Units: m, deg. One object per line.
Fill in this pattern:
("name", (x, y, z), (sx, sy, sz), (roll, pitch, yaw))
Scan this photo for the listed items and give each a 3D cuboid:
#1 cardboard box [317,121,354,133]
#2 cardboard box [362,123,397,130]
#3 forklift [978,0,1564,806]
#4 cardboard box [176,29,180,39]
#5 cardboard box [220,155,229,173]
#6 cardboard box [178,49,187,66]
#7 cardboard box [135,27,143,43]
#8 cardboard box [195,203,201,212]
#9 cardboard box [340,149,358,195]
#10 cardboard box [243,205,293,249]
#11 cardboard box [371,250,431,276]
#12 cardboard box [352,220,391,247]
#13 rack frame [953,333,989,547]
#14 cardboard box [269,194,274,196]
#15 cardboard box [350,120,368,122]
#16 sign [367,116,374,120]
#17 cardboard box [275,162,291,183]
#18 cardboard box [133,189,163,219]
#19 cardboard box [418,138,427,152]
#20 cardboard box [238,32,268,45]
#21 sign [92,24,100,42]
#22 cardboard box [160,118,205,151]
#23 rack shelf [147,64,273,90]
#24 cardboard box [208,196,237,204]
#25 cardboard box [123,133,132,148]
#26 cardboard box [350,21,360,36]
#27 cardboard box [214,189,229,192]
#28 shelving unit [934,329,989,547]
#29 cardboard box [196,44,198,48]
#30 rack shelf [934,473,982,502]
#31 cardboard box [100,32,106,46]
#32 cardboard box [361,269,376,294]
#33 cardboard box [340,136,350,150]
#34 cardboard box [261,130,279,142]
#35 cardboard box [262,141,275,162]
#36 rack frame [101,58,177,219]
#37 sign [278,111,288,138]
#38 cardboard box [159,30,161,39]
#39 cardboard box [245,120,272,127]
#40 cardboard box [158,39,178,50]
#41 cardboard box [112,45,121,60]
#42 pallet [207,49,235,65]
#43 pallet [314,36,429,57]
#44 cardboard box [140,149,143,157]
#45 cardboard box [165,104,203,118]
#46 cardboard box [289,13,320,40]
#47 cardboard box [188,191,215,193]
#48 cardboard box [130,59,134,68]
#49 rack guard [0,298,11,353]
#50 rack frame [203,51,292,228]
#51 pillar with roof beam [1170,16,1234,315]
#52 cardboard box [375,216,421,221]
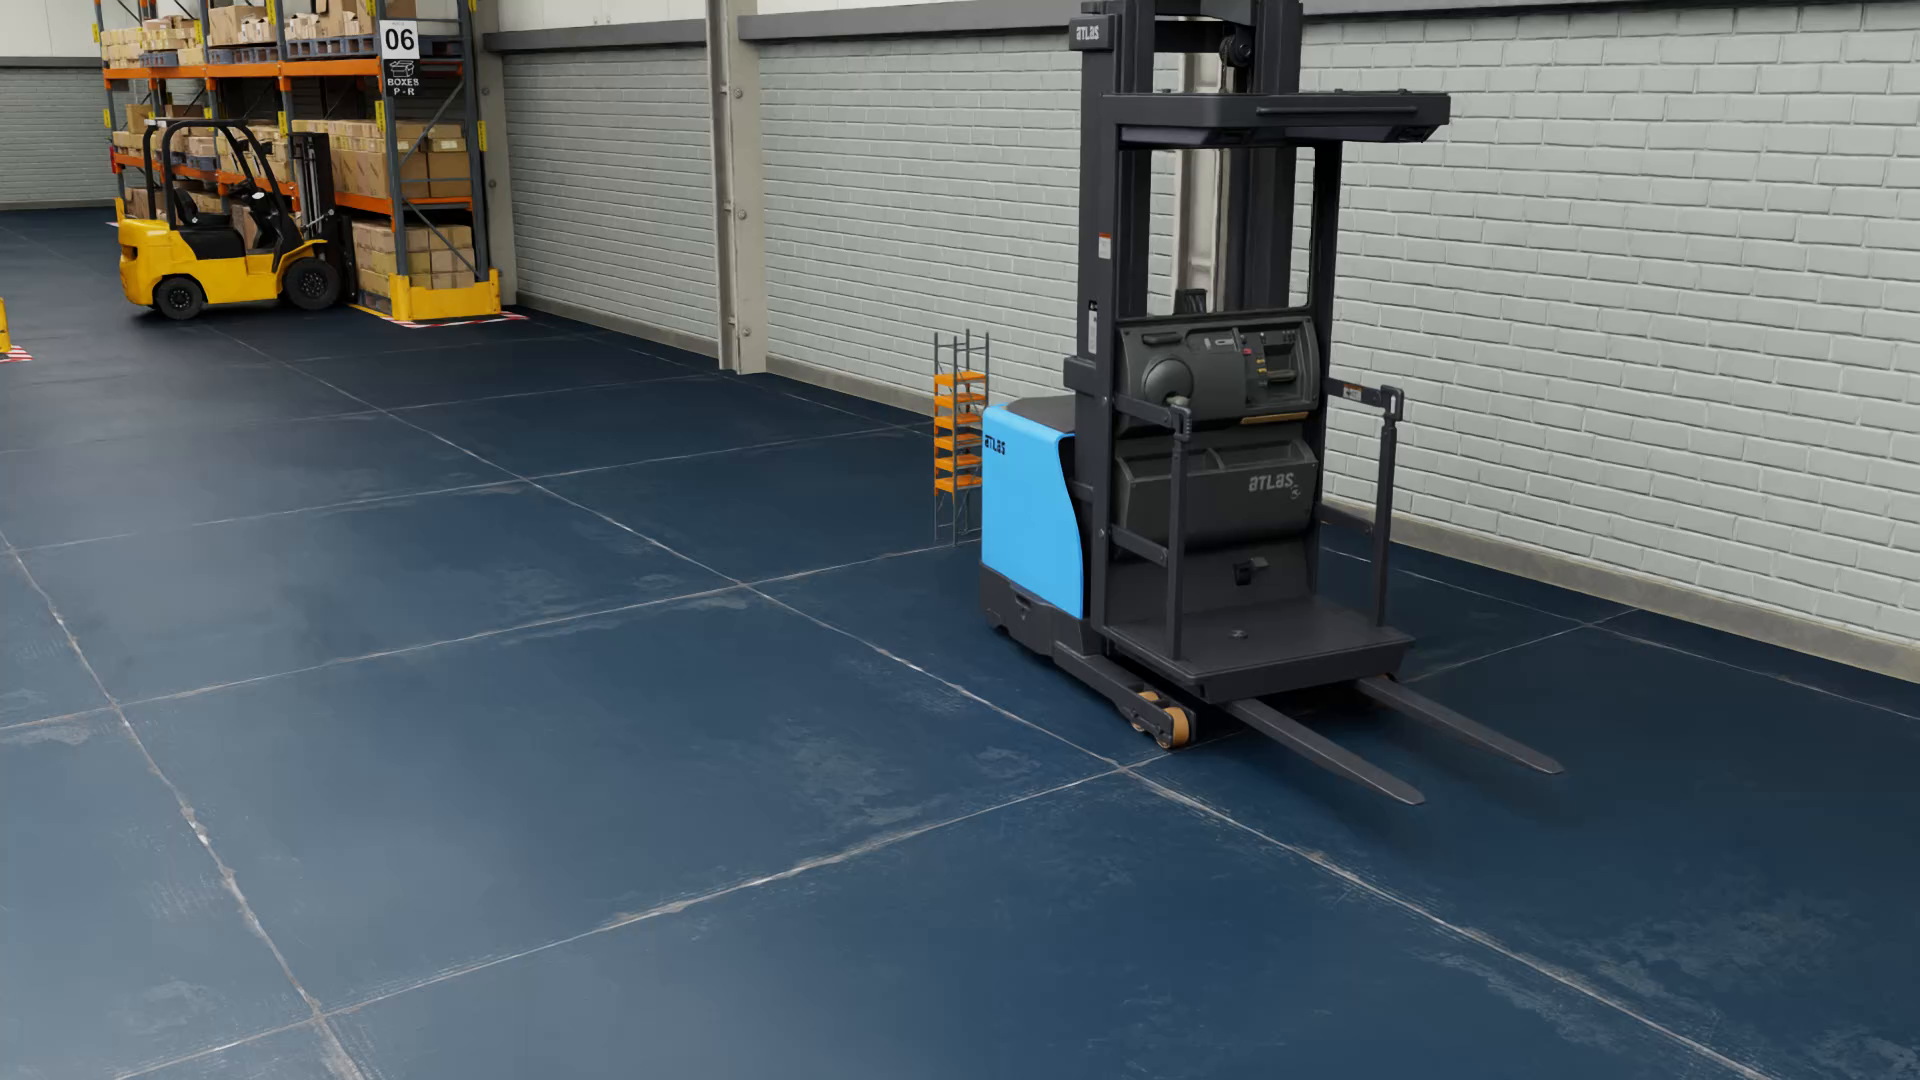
("cardboard box", (-7.610, -5.027, 20.281), (0.380, 0.149, 0.250), (-11, 19, -35))
("cardboard box", (-6.645, -4.712, 19.130), (0.380, 0.149, 0.250), (-11, 19, -34))
("forklift", (1.168, -0.720, 6.653), (1.130, 2.935, 3.031), (-7, 17, -24))
("cardboard box", (-11.740, -7.723, 25.395), (0.380, 0.149, 0.250), (-11, 19, -34))
("cardboard box", (-10.472, -5.503, 24.285), (0.500, 0.250, 0.500), (-11, 19, -34))
("cardboard box", (-11.624, -7.369, 25.419), (0.500, 0.250, 0.500), (-11, 19, -35))
("cardboard box", (-13.379, -8.392, 27.646), (0.500, 0.250, 0.500), (-11, 19, -34))
("cardboard box", (-11.874, -5.090, 26.430), (0.500, 0.500, 0.500), (-12, 19, -37))
("cardboard box", (-6.933, -4.334, 19.540), (0.500, 0.500, 0.500), (-11, 19, -36))
("cardboard box", (-9.789, -4.492, 24.008), (0.875, 0.625, 0.625), (-10, 18, -33))
("cardboard box", (-6.371, -3.173, 18.952), (0.500, 0.250, 0.500), (-11, 19, -35))
("cardboard box", (-6.965, -3.623, 19.649), (0.500, 0.250, 0.500), (-11, 19, -34))
("rack frame", (0.062, -0.556, 9.335), (0.240, 1.200, 0.006), (-11, 19, -35))
("cardboard box", (-11.021, -5.352, 26.158), (0.380, 0.149, 0.250), (-12, 19, -37))
("cardboard box", (-7.471, -5.223, 20.995), (0.380, 0.149, 0.250), (-11, 19, -35))
("sign", (-7.736, -5.396, 21.820), (0.100, 0.325, 0.005), (-11, 19, -35))
("cardboard box", (-8.692, -4.849, 21.894), (0.500, 0.250, 0.500), (-10, 18, -33))
("cardboard box", (-14.485, -6.080, 30.046), (0.700, 0.500, 0.500), (-10, 18, -32))
("cardboard box", (-6.018, -4.517, 18.978), (0.380, 0.149, 0.250), (-11, 19, -35))
("cardboard box", (-9.529, -6.783, 22.485), (0.380, 0.149, 0.250), (-11, 19, -35))
("sign", (-15.678, -9.201, 30.172), (0.100, 0.325, 0.005), (-11, 19, -35))
("cardboard box", (-12.480, -6.565, 26.894), (0.700, 0.500, 0.500), (-11, 19, -34))
("rack shelf", (-11.712, -7.235, 26.009), (1.077, 0.370, 4.000), (-11, 19, -35))
("cardboard box", (-11.454, -5.264, 25.838), (0.380, 0.149, 0.250), (-10, 18, -33))
("cardboard box", (-14.593, -7.134, 29.678), (0.500, 0.250, 0.500), (-11, 19, -36))
("cardboard box", (-6.565, -5.706, 18.551), (0.380, 0.149, 0.250), (-12, 19, -36))
("cardboard box", (-12.129, -5.732, 27.549), (0.380, 0.149, 0.250), (-11, 19, -34))
("shelving unit", (0.009, -0.576, 9.406), (0.258, 1.200, 0.189), (-11, 19, -35))
("cardboard box", (-11.209, -7.432, 24.894), (0.380, 0.149, 0.250), (-10, 18, -33))
("rack shelf", (0.009, -0.301, 9.481), (0.258, 0.103, 0.180), (-11, 19, -35))
("cardboard box", (-15.182, -9.042, 30.021), (0.500, 0.250, 0.500), (-11, 19, -35))
("cardboard box", (-6.648, -3.035, 19.397), (0.500, 0.250, 0.500), (-11, 19, -35))
("cardboard box", (-7.036, -4.662, 19.508), (0.380, 0.149, 0.250), (-11, 19, -34))
("cardboard box", (-9.094, -5.402, 22.213), (0.380, 0.149, 0.250), (-12, 19, -36))
("cardboard box", (-8.988, -5.197, 22.218), (0.500, 0.250, 0.500), (-11, 19, -36))
("rack frame", (-15.240, -7.416, 30.991), (1.000, 3.000, 0.127), (-11, 19, -35))
("sign", (-8.617, -5.288, 21.171), (0.100, 0.325, 0.005), (-11, 19, -35))
("cardboard box", (-12.367, -7.947, 26.177), (0.380, 0.149, 0.250), (-11, 19, -34))
("cardboard box", (-10.712, -6.093, 25.172), (0.500, 0.500, 0.500), (-10, 18, -32))
("cardboard box", (-12.289, -7.740, 25.982), (0.380, 0.149, 0.250), (-10, 18, -33))
("cardboard box", (-14.593, -8.581, 29.284), (0.500, 0.250, 0.500), (-12, 19, -36))
("pallet", (-10.064, -6.933, 23.900), (1.213, 0.211, 1.003), (-10, 18, -32))
("pallet", (-6.948, -5.820, 19.643), (1.003, 0.211, 1.213), (-11, 19, -35))
("cardboard box", (-14.172, -6.802, 29.223), (0.380, 0.149, 0.250), (-11, 19, -35))
("cardboard box", (-13.548, -7.354, 29.065), (0.500, 0.500, 0.500), (-11, 19, -36))
("cardboard box", (-7.892, -6.293, 20.389), (0.500, 0.311, 0.500), (-10, 18, -33))
("cardboard box", (-12.334, -5.598, 27.057), (0.380, 0.149, 0.250), (-11, 19, -35))
("cardboard box", (-14.058, -8.198, 28.641), (0.380, 0.149, 0.250), (-11, 19, -34))
("rack guard", (-9.889, -2.039, 16.080), (1.175, 0.500, 0.348), (-11, 19, -35))
("rack frame", (-10.536, -5.708, 24.750), (1.000, 3.000, 0.127), (-11, 19, -35))
("pillar with roof beam", (-1.939, -3.951, 6.967), (9.100, 9.000, 0.400), (-11, 19, -35))
("cardboard box", (-6.839, -3.816, 20.354), (0.500, 0.250, 0.500), (-11, 19, -36))
